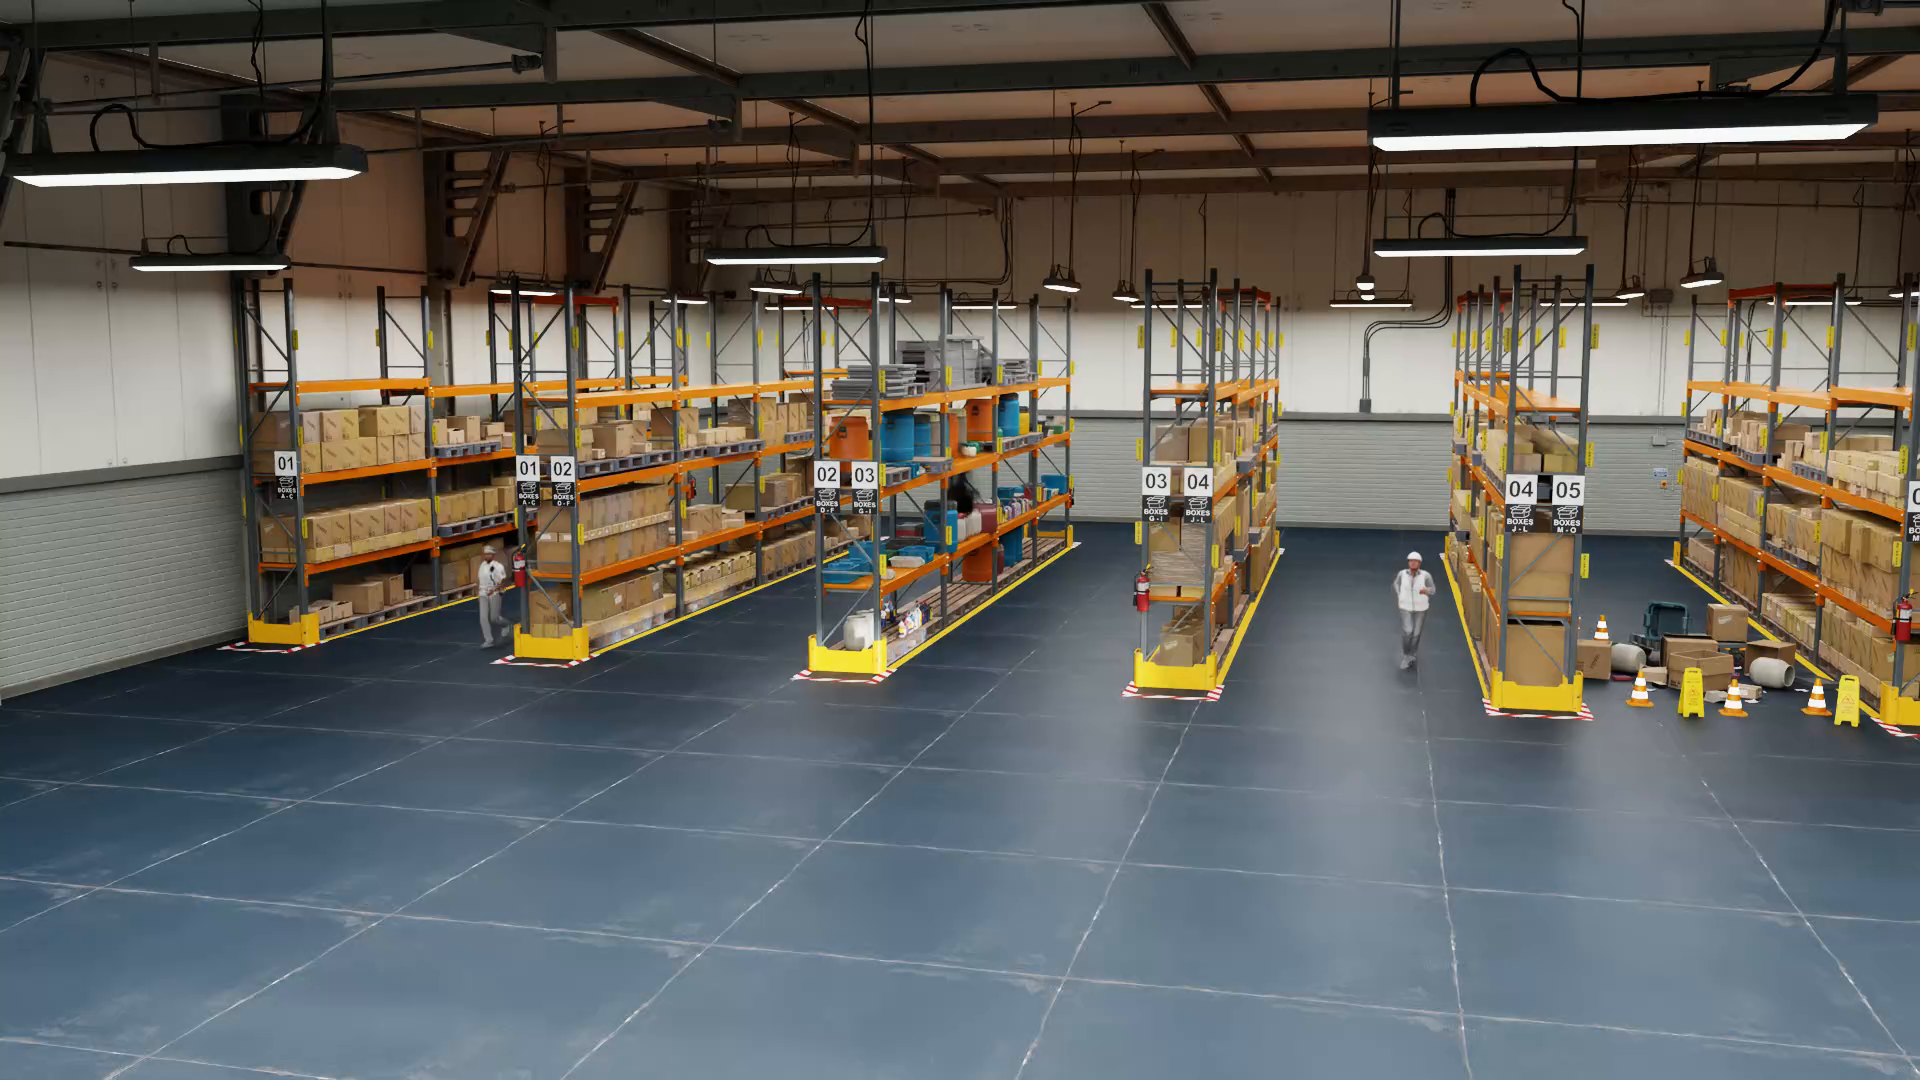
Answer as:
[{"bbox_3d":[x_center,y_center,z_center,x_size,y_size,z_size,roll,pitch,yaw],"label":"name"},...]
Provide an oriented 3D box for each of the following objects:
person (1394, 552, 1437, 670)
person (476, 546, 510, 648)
[{"bbox_3d":[6.973,1.090,25.509,0.625,1.838,0.763,2,7,13],"label":"person"},{"bbox_3d":[-7.696,0.909,27.242,0.559,1.654,0.727,2,7,13],"label":"person"}]
